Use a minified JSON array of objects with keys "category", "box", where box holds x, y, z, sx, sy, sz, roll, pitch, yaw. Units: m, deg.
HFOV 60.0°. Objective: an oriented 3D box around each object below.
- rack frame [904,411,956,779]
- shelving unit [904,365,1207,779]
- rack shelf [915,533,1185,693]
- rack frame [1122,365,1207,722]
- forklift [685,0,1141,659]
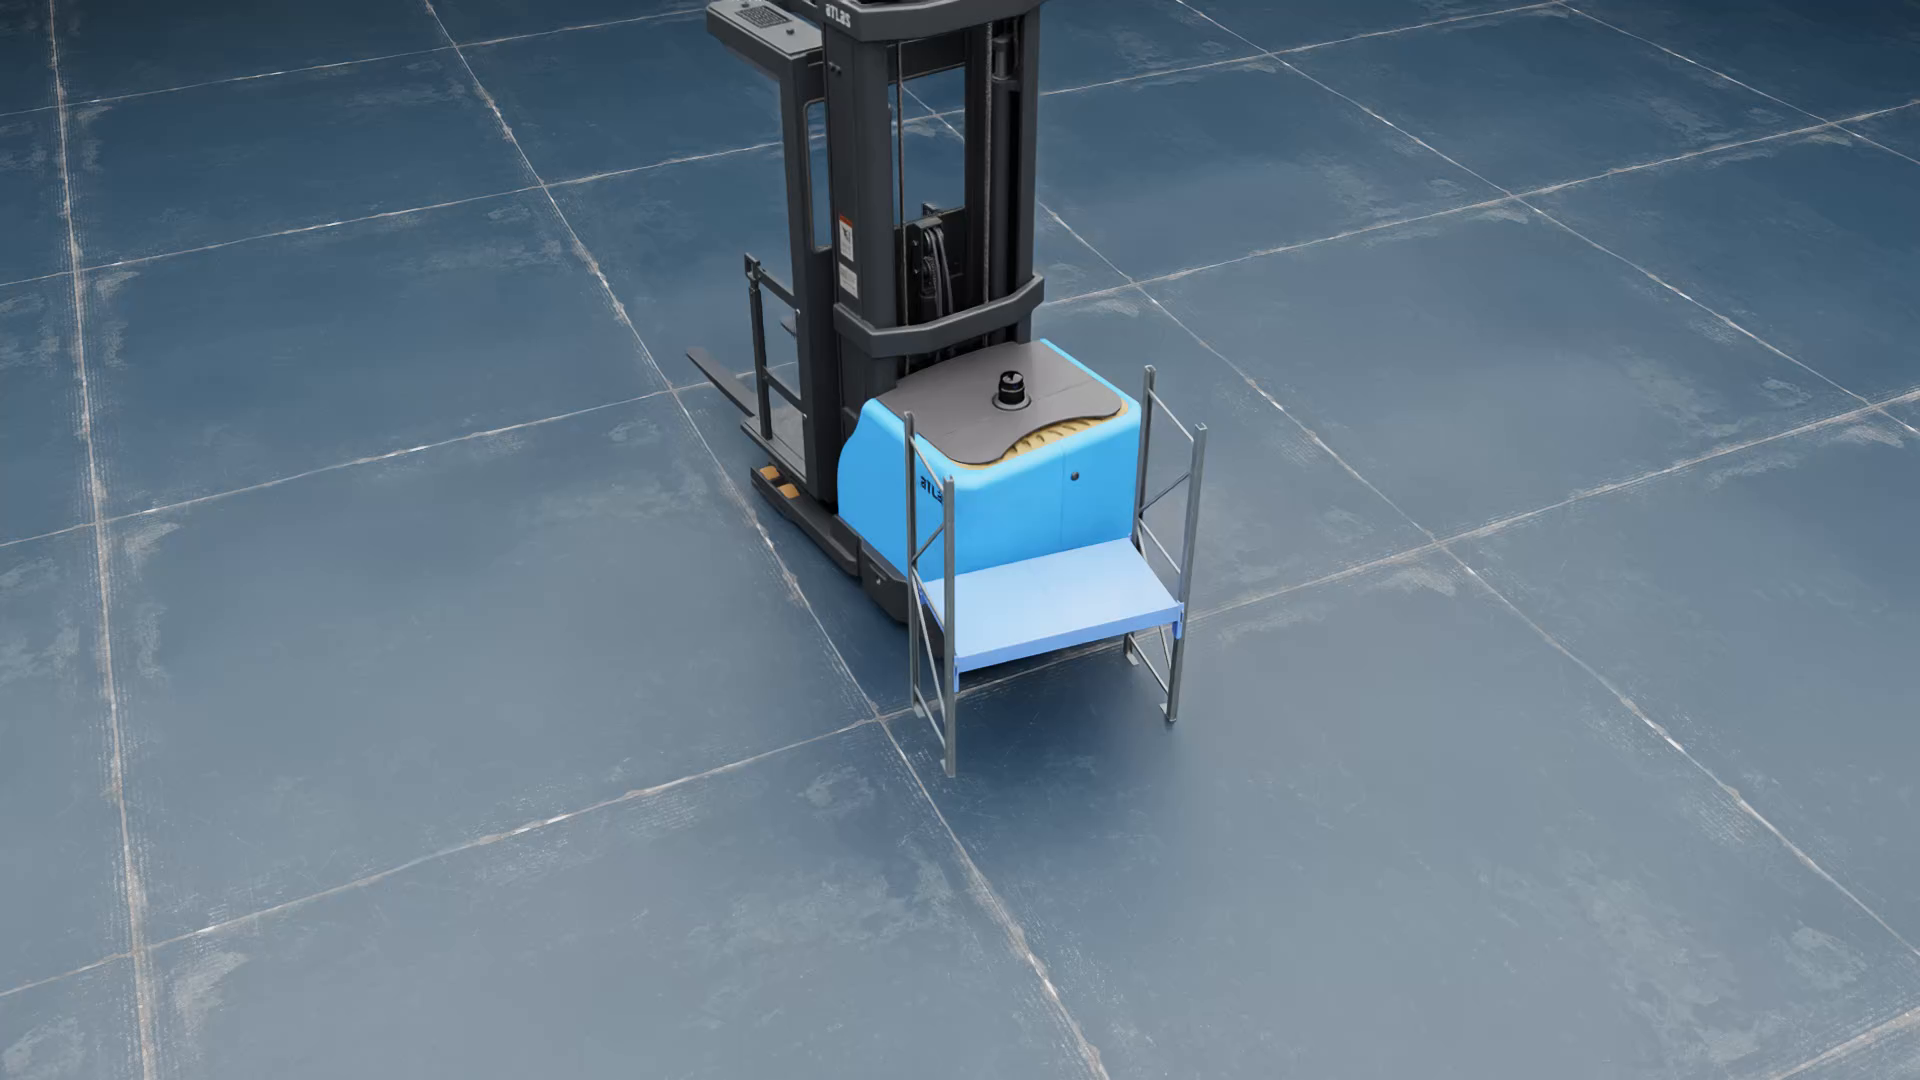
[{"category":"rack frame","box":[-0.117,0.248,6.656,0.032,1.500,0.500,-12,38,-16]},{"category":"shelving unit","box":[0.361,0.145,6.795,1.048,1.500,0.538,-12,38,-16]},{"category":"rack shelf","box":[0.361,0.290,6.902,1.000,0.185,0.538,-12,38,-16]},{"category":"rack frame","box":[0.839,0.042,6.934,0.032,1.500,0.500,-12,38,-16]},{"category":"forklift","box":[-0.411,-1.442,7.734,1.130,2.935,3.031,-22,42,-27]}]
